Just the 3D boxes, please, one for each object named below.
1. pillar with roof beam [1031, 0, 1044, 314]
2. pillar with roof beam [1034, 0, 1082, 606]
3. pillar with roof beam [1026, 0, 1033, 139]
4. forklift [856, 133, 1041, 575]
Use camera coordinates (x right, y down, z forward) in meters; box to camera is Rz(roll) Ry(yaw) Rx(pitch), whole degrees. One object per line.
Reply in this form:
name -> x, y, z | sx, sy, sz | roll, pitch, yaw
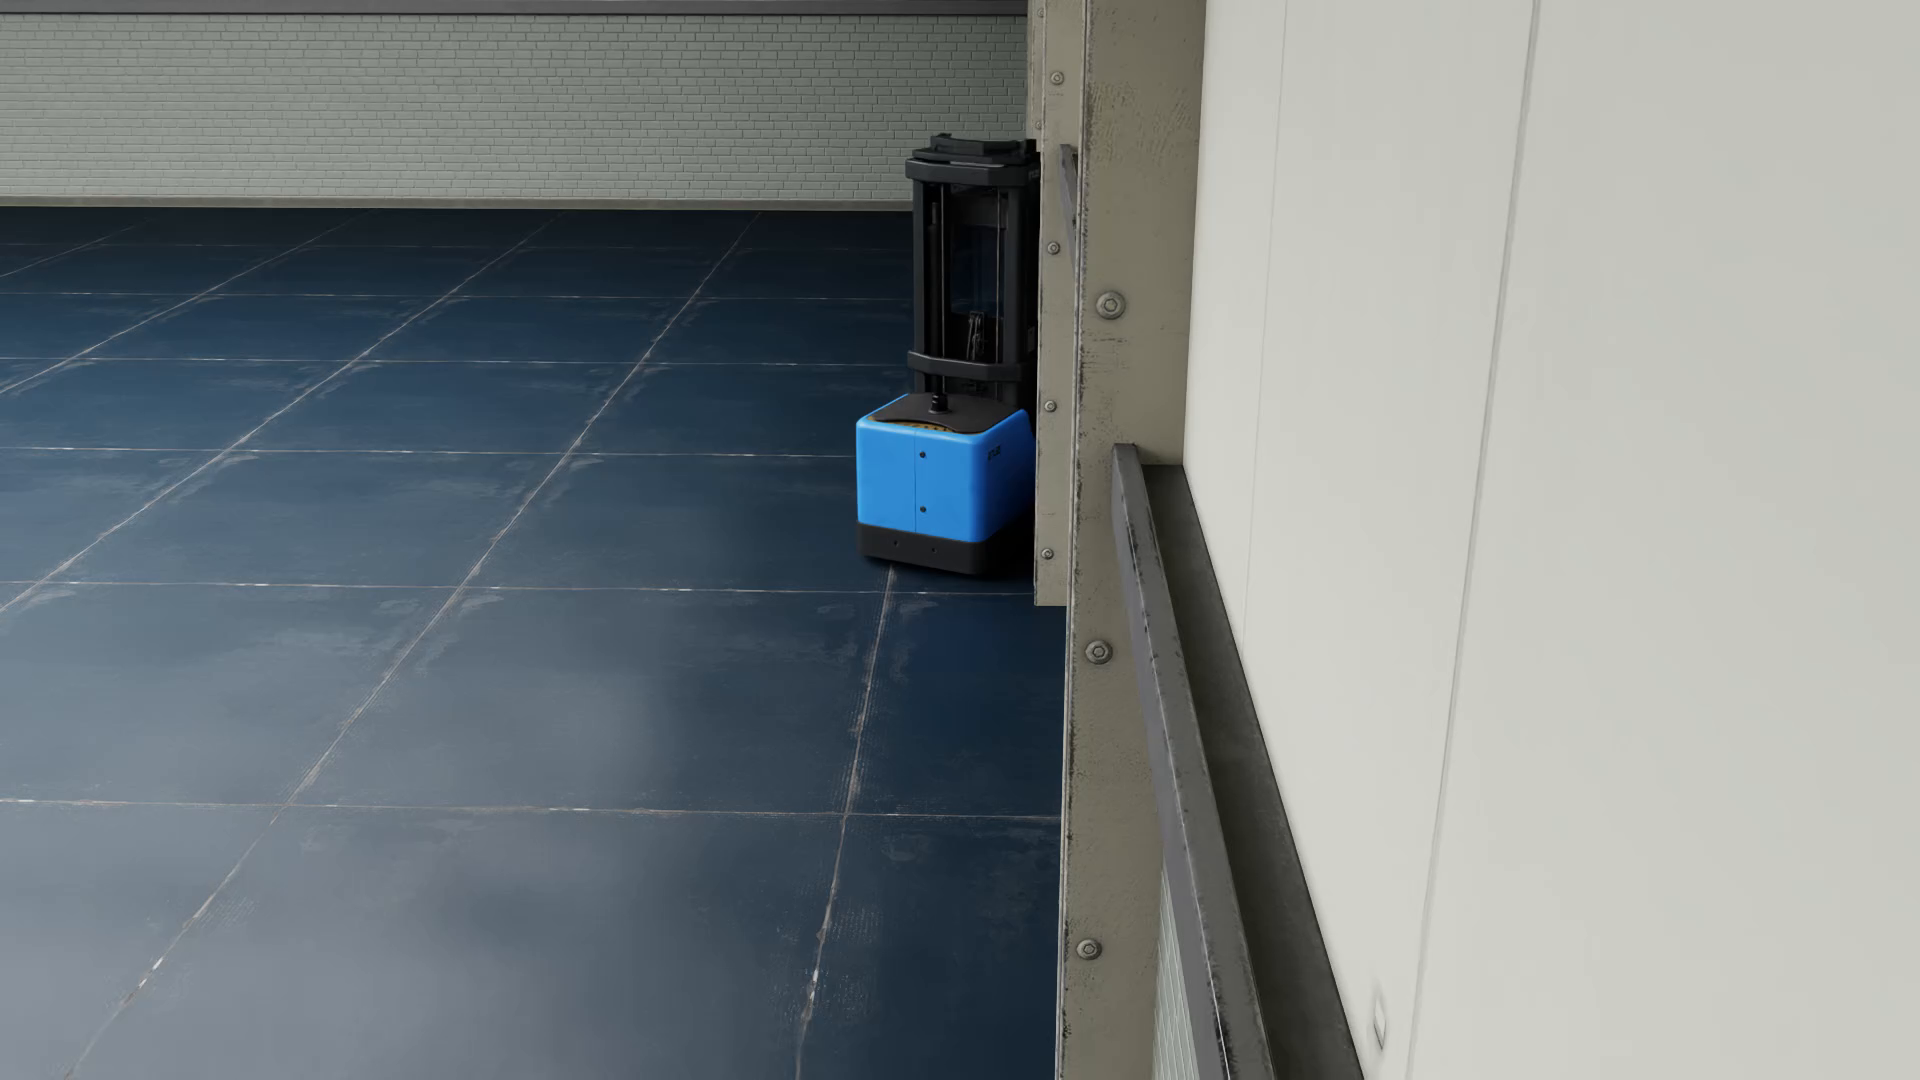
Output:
pillar with roof beam -> -3.450, -6.034, 15.641 | 9.100, 9.000, 0.400 | 1, 21, 2
pillar with roof beam -> -3.633, -3.865, 10.050 | 9.100, 9.000, 0.400 | 1, 21, 2
pillar with roof beam -> -3.268, -8.204, 21.232 | 9.100, 9.000, 0.400 | 1, 21, 2
forklift -> 0.347, -1.616, 12.642 | 1.130, 2.935, 3.031 | 10, 23, 24
